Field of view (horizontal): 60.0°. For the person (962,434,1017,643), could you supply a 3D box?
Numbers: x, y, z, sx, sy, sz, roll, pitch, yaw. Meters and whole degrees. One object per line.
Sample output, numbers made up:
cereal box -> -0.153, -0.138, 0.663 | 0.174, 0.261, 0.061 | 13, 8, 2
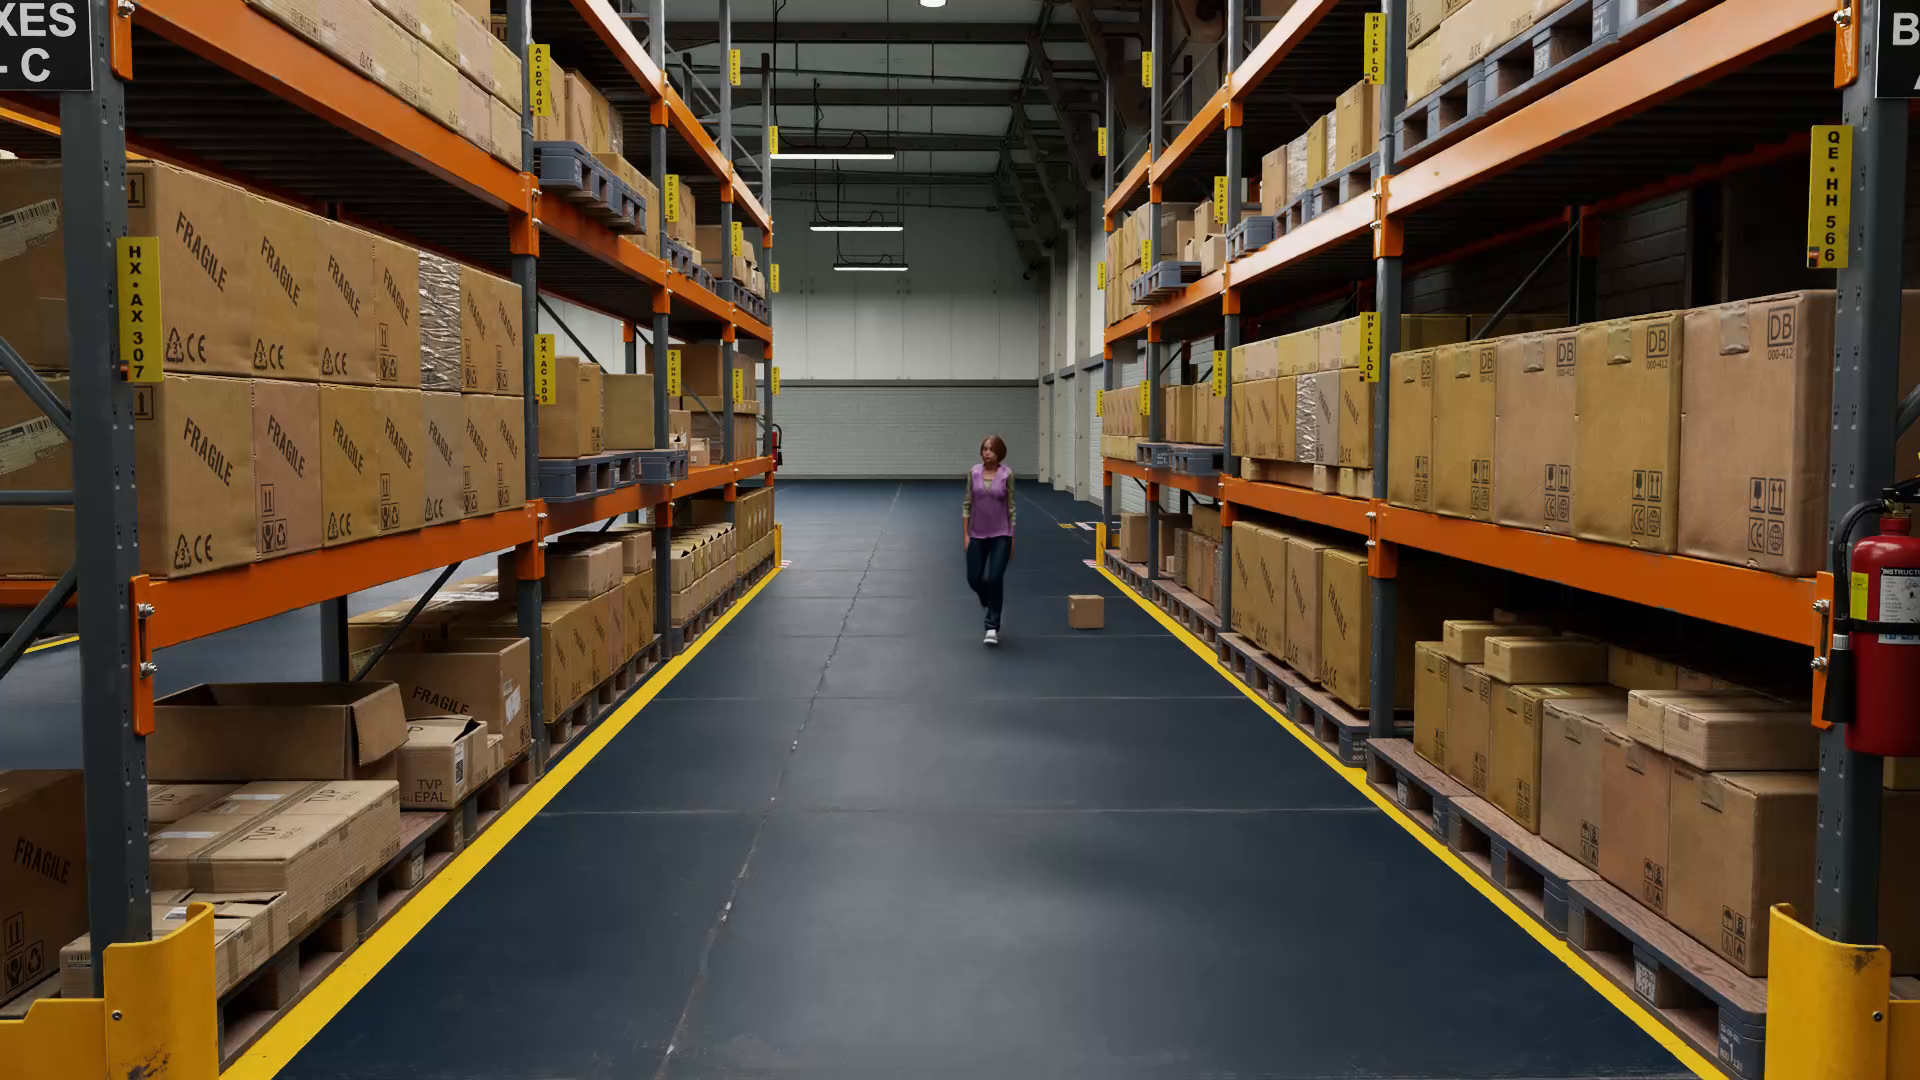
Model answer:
person -> 0.240, -0.021, 12.780 | 0.424, 1.578, 0.660 | 1, 4, 13
